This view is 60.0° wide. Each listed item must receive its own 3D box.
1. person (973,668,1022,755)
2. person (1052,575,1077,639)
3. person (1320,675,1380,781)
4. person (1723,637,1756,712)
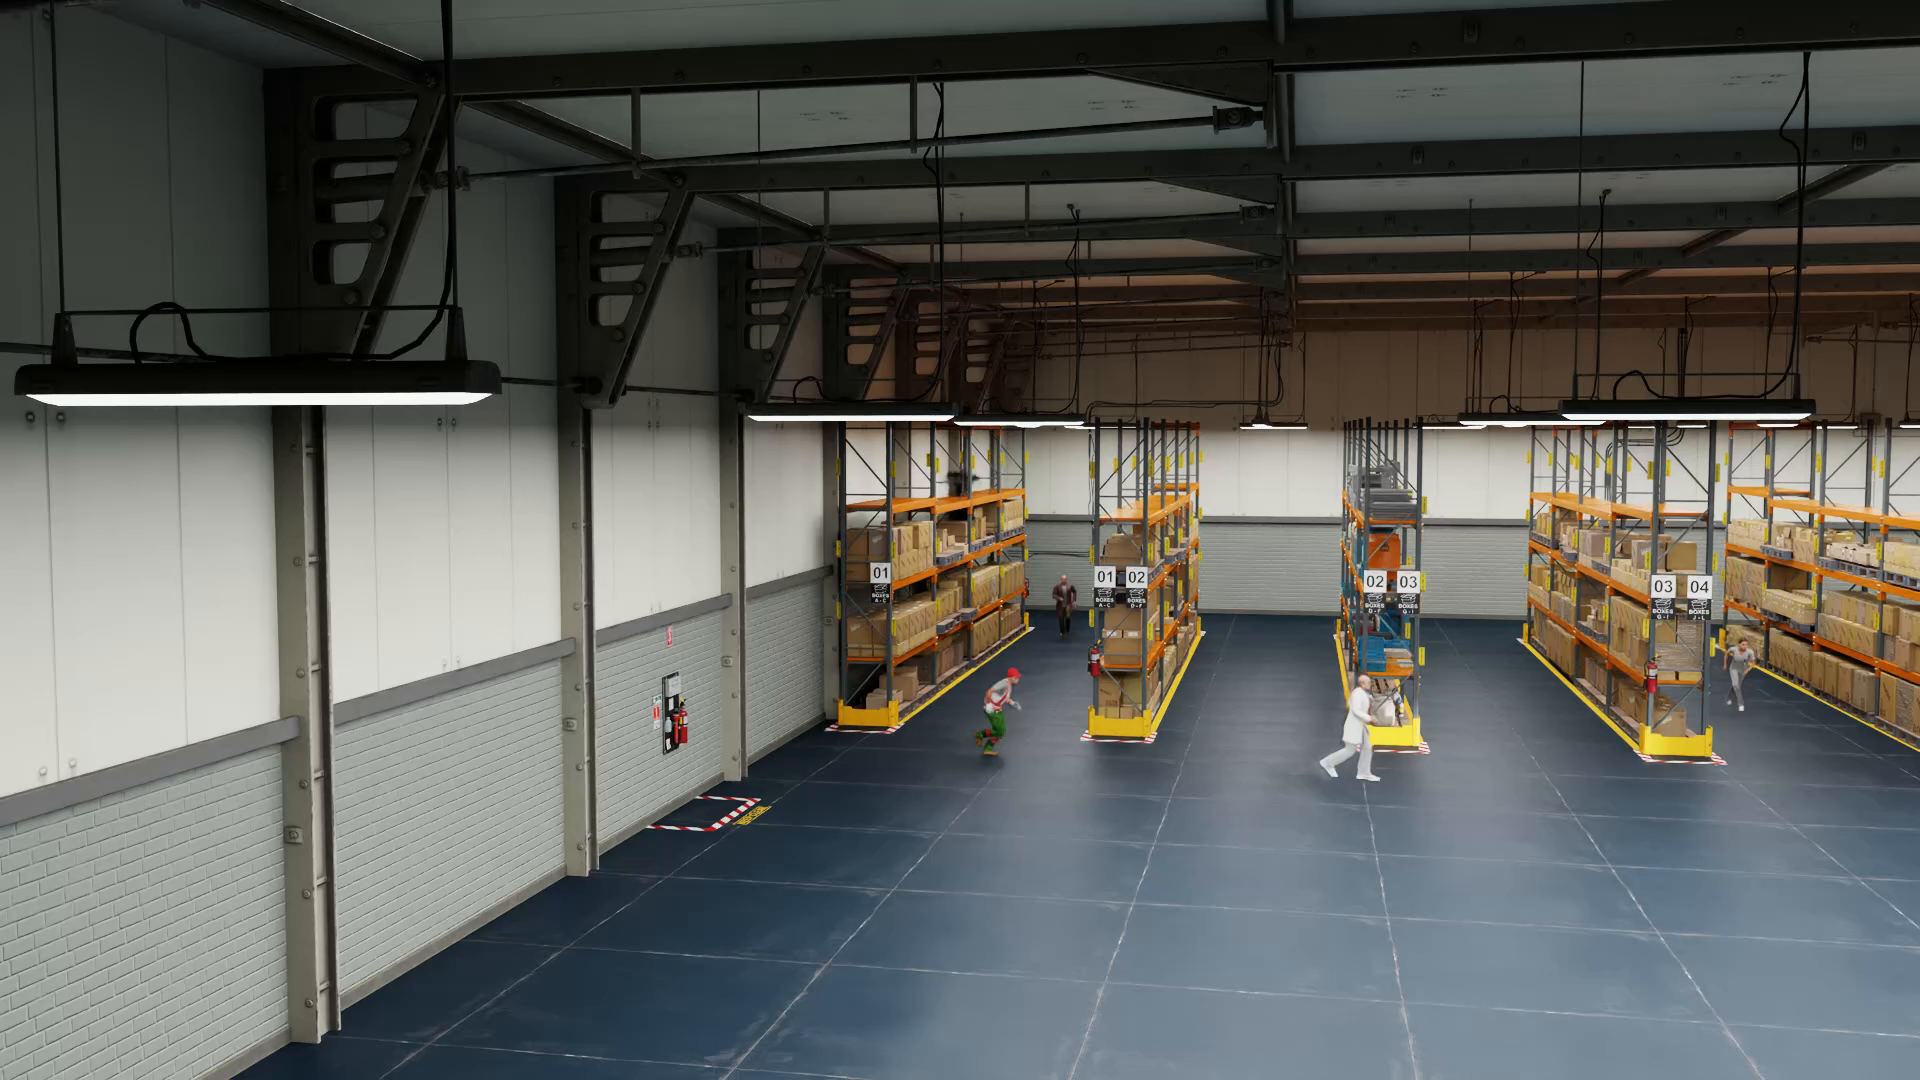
[{"bbox_3d":[0.655,3.037,29.336,0.903,1.581,0.686,1,4,21],"label":"person"},{"bbox_3d":[2.893,1.904,46.018,0.682,1.688,0.845,0,4,1],"label":"person"},{"bbox_3d":[6.418,3.081,27.322,0.964,1.745,0.698,2,4,24],"label":"person"},{"bbox_3d":[16.059,2.719,34.350,0.571,1.523,1.002,1,4,14],"label":"person"}]
